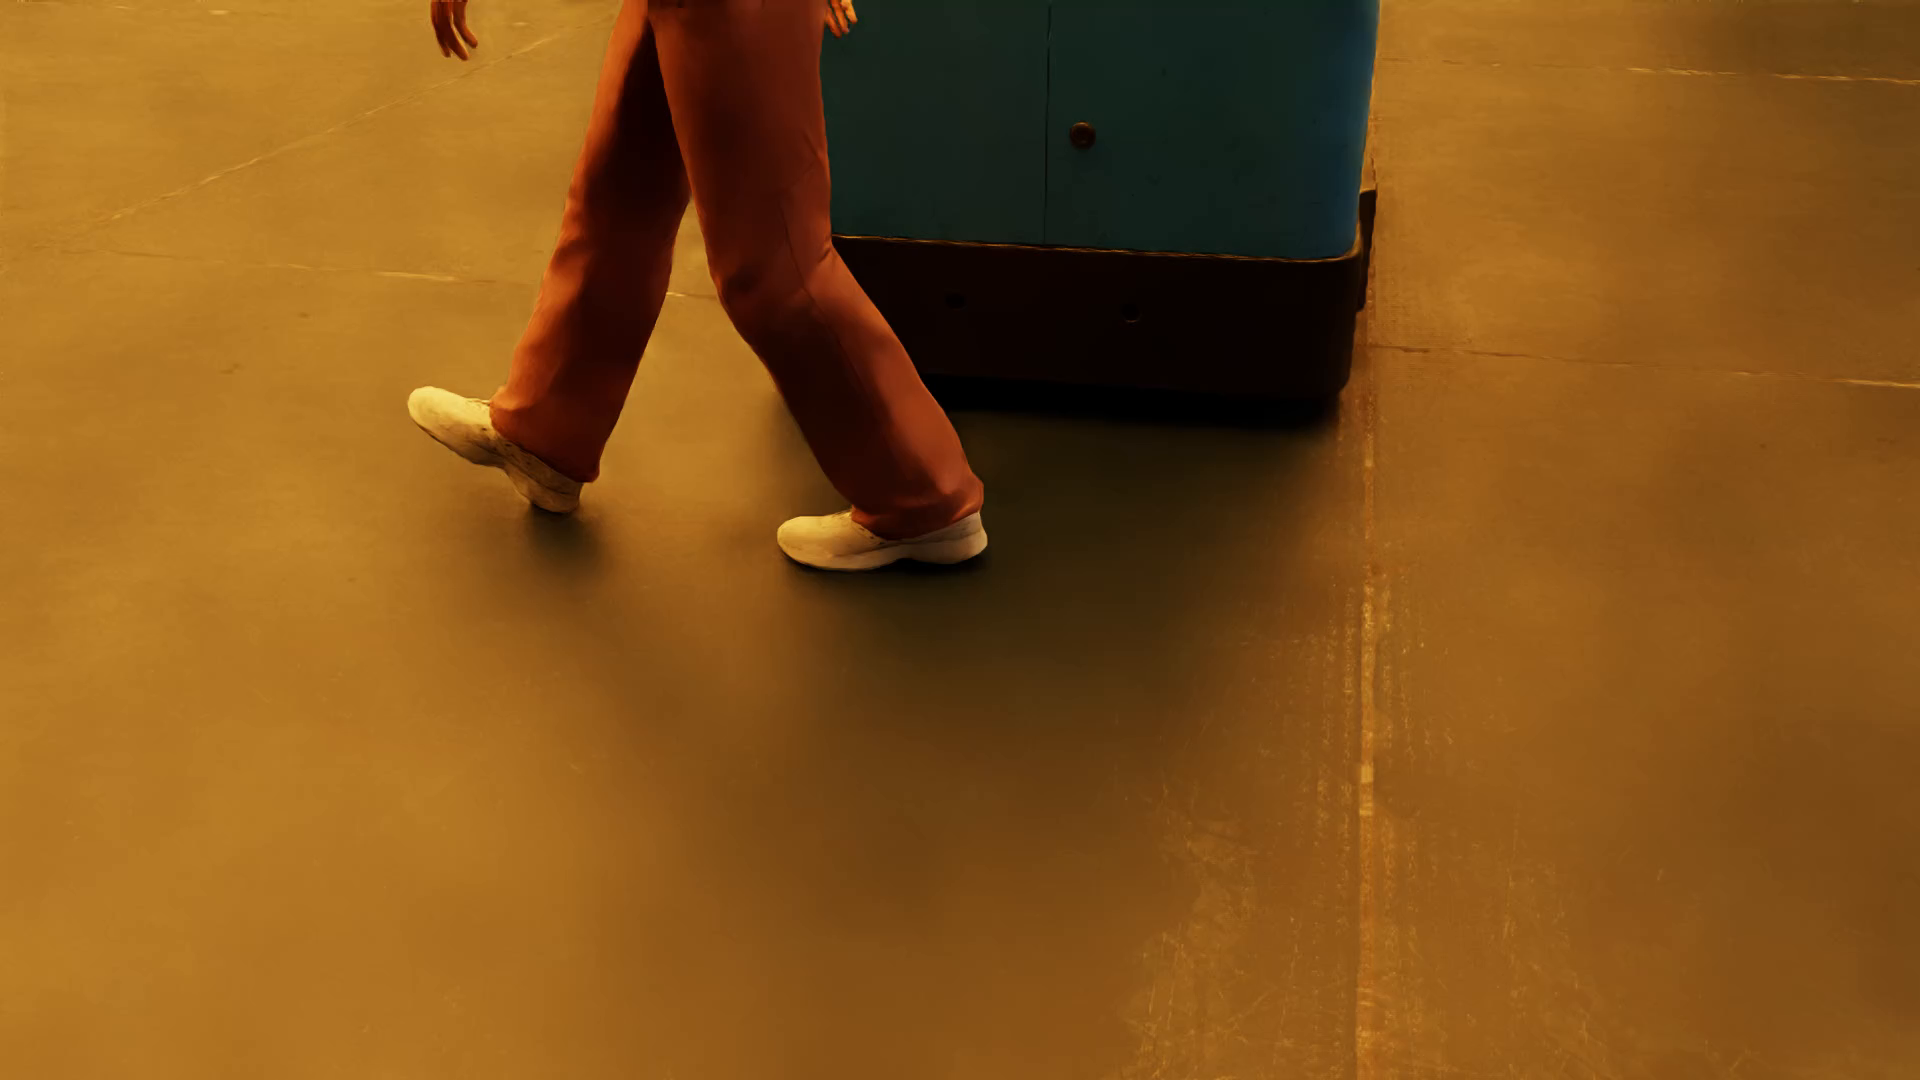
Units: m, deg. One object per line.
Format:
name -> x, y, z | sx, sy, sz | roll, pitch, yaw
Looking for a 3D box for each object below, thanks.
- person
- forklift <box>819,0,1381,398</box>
person -> -0.407, -0.748, 2.193 | 0.890, 1.622, 0.603 | -1, 27, -1
forklift -> 0.411, -2.189, 3.585 | 1.130, 2.935, 3.031 | 5, 27, 9
